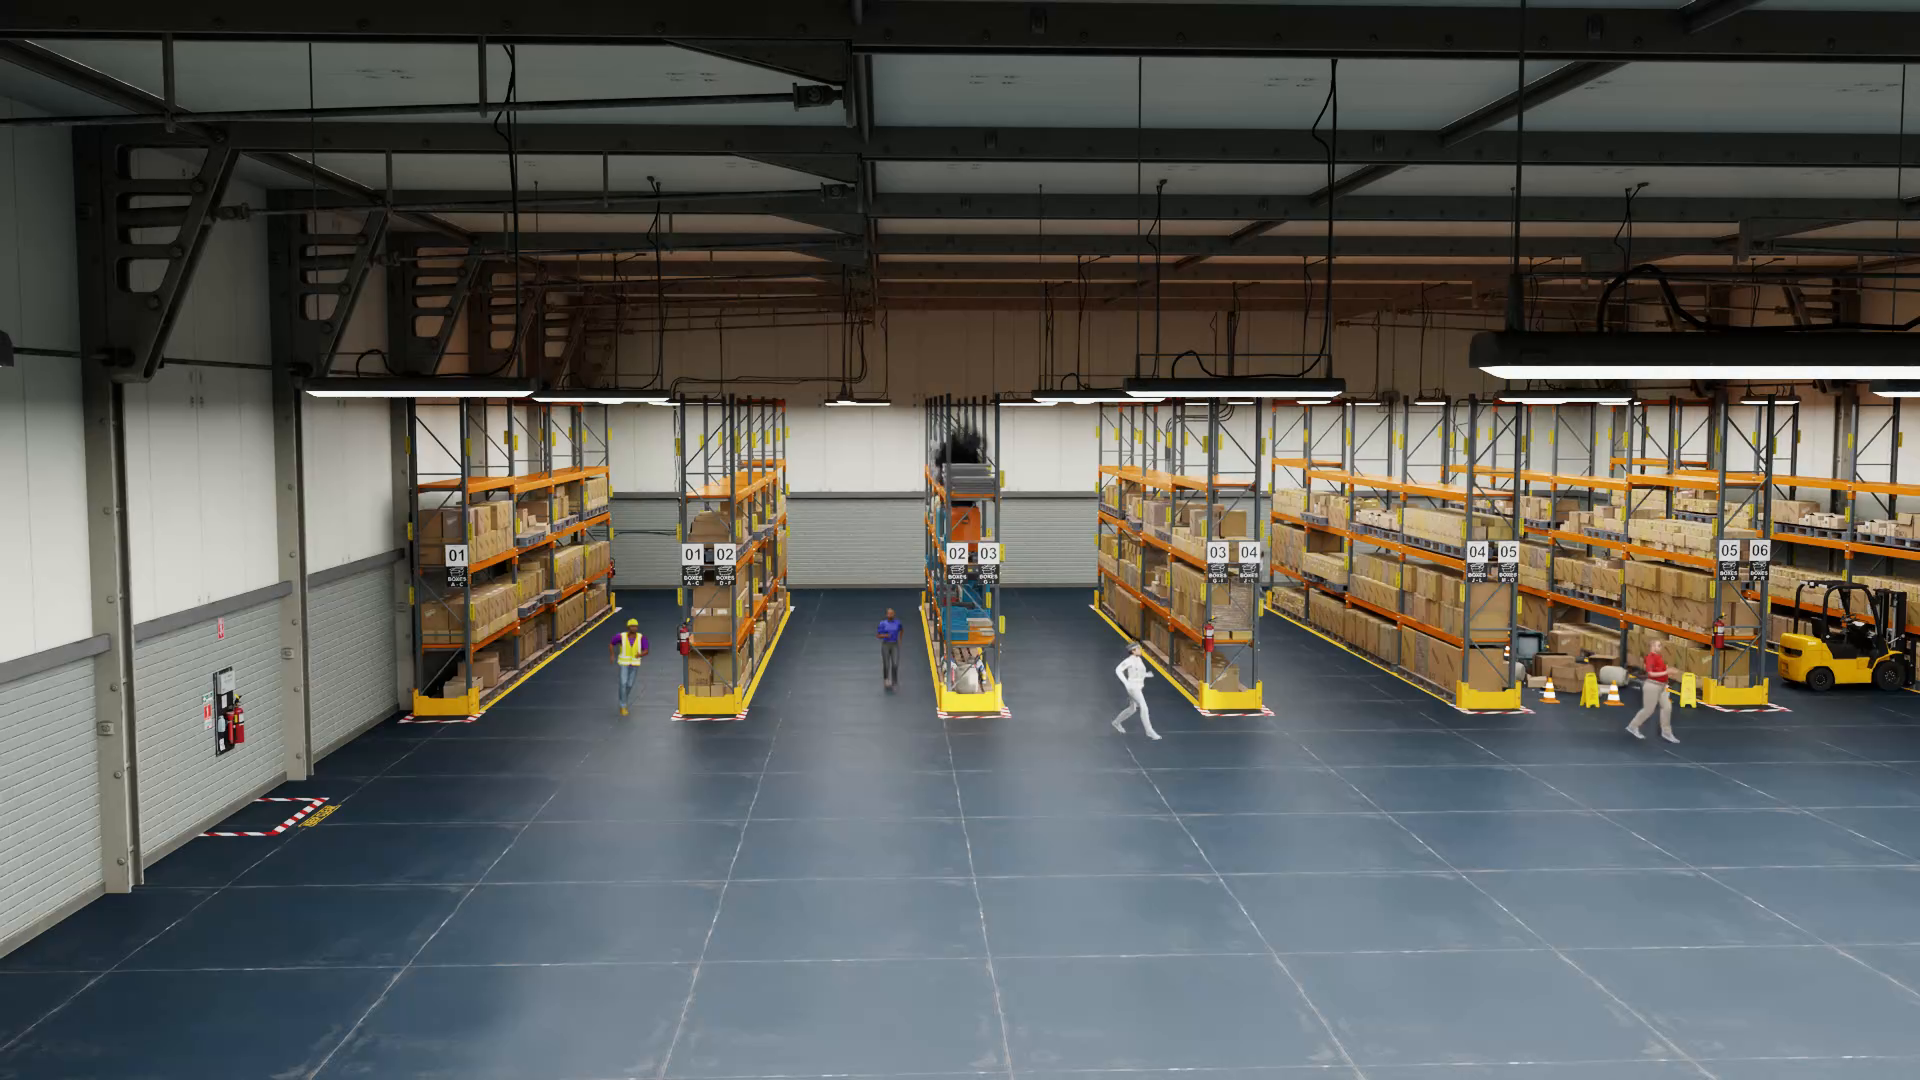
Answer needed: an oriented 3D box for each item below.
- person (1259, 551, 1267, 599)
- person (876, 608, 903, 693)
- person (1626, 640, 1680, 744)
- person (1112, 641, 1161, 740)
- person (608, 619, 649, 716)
[{"bbox_3d":[8.719,1.078,49.099,0.735,1.537,0.653,0,5,-1],"label":"person"},{"bbox_3d":[-1.410,2.201,33.696,0.575,1.657,0.909,-1,5,-9],"label":"person"},{"bbox_3d":[11.923,2.594,28.564,0.840,1.774,0.644,4,6,39],"label":"person"},{"bbox_3d":[3.060,2.586,28.857,0.962,1.672,0.627,2,5,24],"label":"person"},{"bbox_3d":[-6.245,2.375,31.440,0.725,1.784,0.919,-2,5,-22],"label":"person"}]
